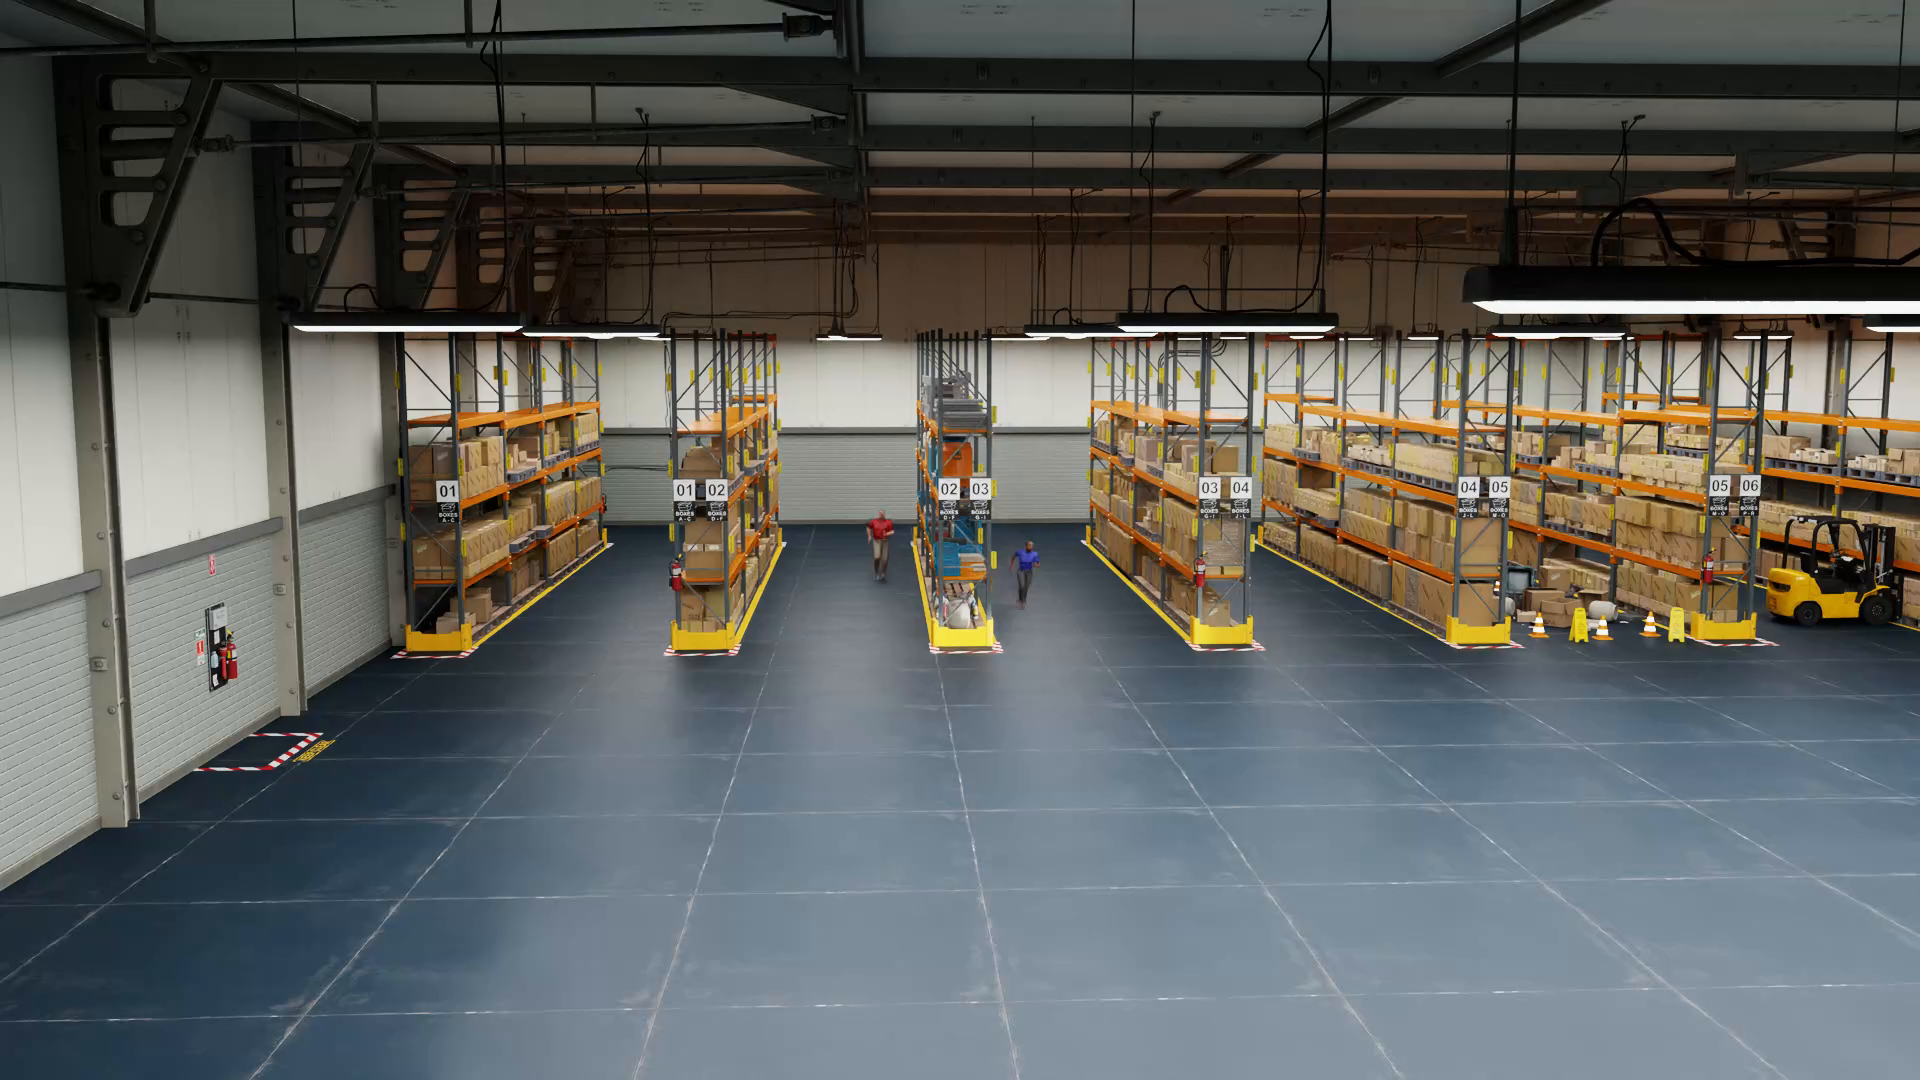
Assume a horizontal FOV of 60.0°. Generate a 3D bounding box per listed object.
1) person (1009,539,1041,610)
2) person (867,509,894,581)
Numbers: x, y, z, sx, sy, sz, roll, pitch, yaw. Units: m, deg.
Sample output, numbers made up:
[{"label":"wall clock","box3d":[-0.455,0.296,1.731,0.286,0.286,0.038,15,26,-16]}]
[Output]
[{"label":"person","box3d":[1.406,0.727,35.779,0.595,1.523,0.979,-2,7,-16]},{"label":"person","box3d":[-1.915,0.135,40.297,0.647,1.767,0.736,-1,7,-7]}]
